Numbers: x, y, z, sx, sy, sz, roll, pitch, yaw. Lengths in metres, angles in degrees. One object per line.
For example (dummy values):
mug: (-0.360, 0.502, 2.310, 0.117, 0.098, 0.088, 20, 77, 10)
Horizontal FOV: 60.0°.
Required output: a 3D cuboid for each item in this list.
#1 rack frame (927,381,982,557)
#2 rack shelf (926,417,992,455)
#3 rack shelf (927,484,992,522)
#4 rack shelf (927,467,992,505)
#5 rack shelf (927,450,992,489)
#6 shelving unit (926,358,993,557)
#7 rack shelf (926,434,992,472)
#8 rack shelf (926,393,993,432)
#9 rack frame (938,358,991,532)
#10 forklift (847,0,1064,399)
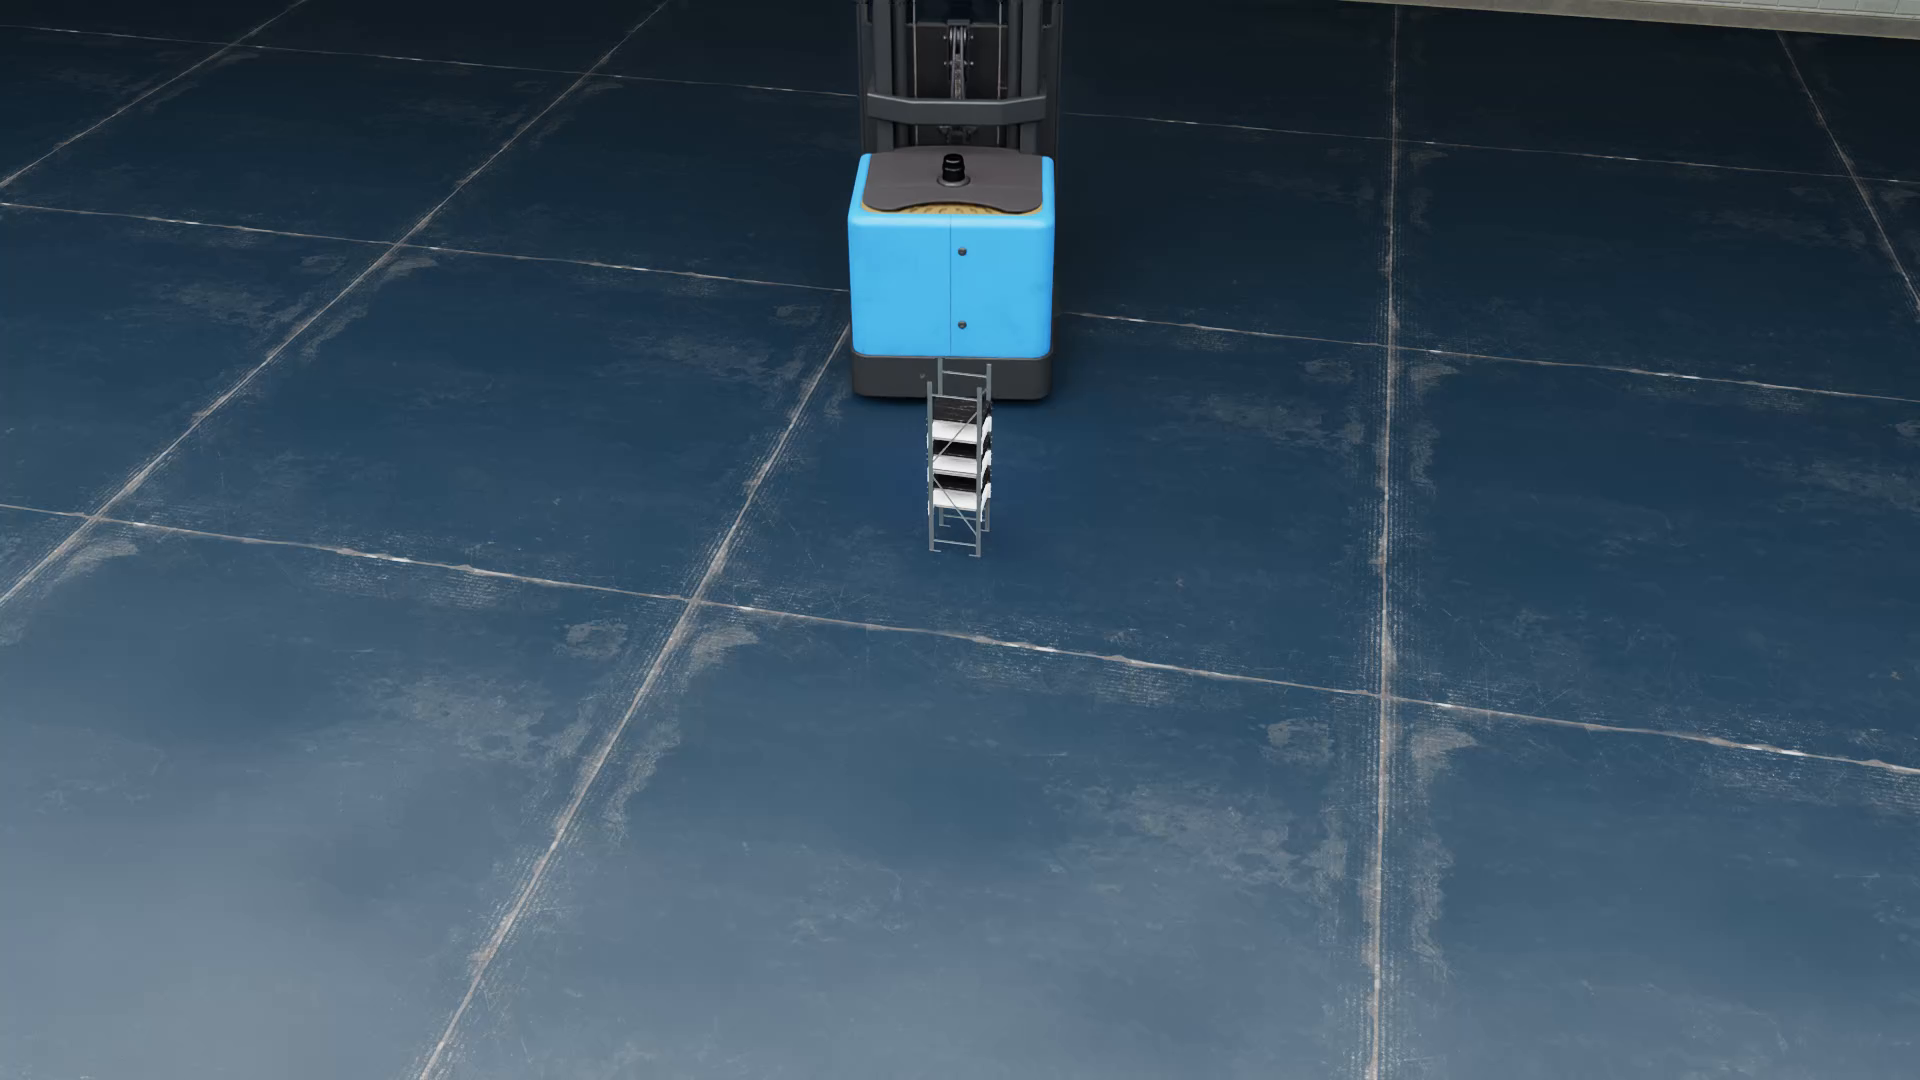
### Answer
rack frame: (-0.023, -0.301, 7.399, 0.240, 0.900, 0.006, 7, 37, 10)
rack shelf: (-0.002, -0.478, 7.393, 0.258, 0.077, 0.200, 7, 37, 10)
rack shelf: (-0.002, -0.187, 7.605, 0.258, 0.077, 0.200, 7, 37, 10)
rack shelf: (-0.002, -0.260, 7.552, 0.258, 0.077, 0.200, 7, 37, 10)
rack shelf: (-0.002, -0.333, 7.499, 0.258, 0.077, 0.200, 7, 37, 10)
shelving unit: (-0.002, -0.360, 7.480, 0.258, 0.900, 0.210, 7, 37, 10)
rack shelf: (-0.002, -0.406, 7.446, 0.258, 0.077, 0.200, 7, 37, 10)
rack shelf: (-0.002, -0.551, 7.341, 0.258, 0.077, 0.200, 7, 37, 10)
rack frame: (0.020, -0.418, 7.560, 0.240, 0.900, 0.006, 7, 37, 10)
forklift: (0.009, -2.755, 9.054, 1.130, 2.935, 3.031, 1, 36, 2)
